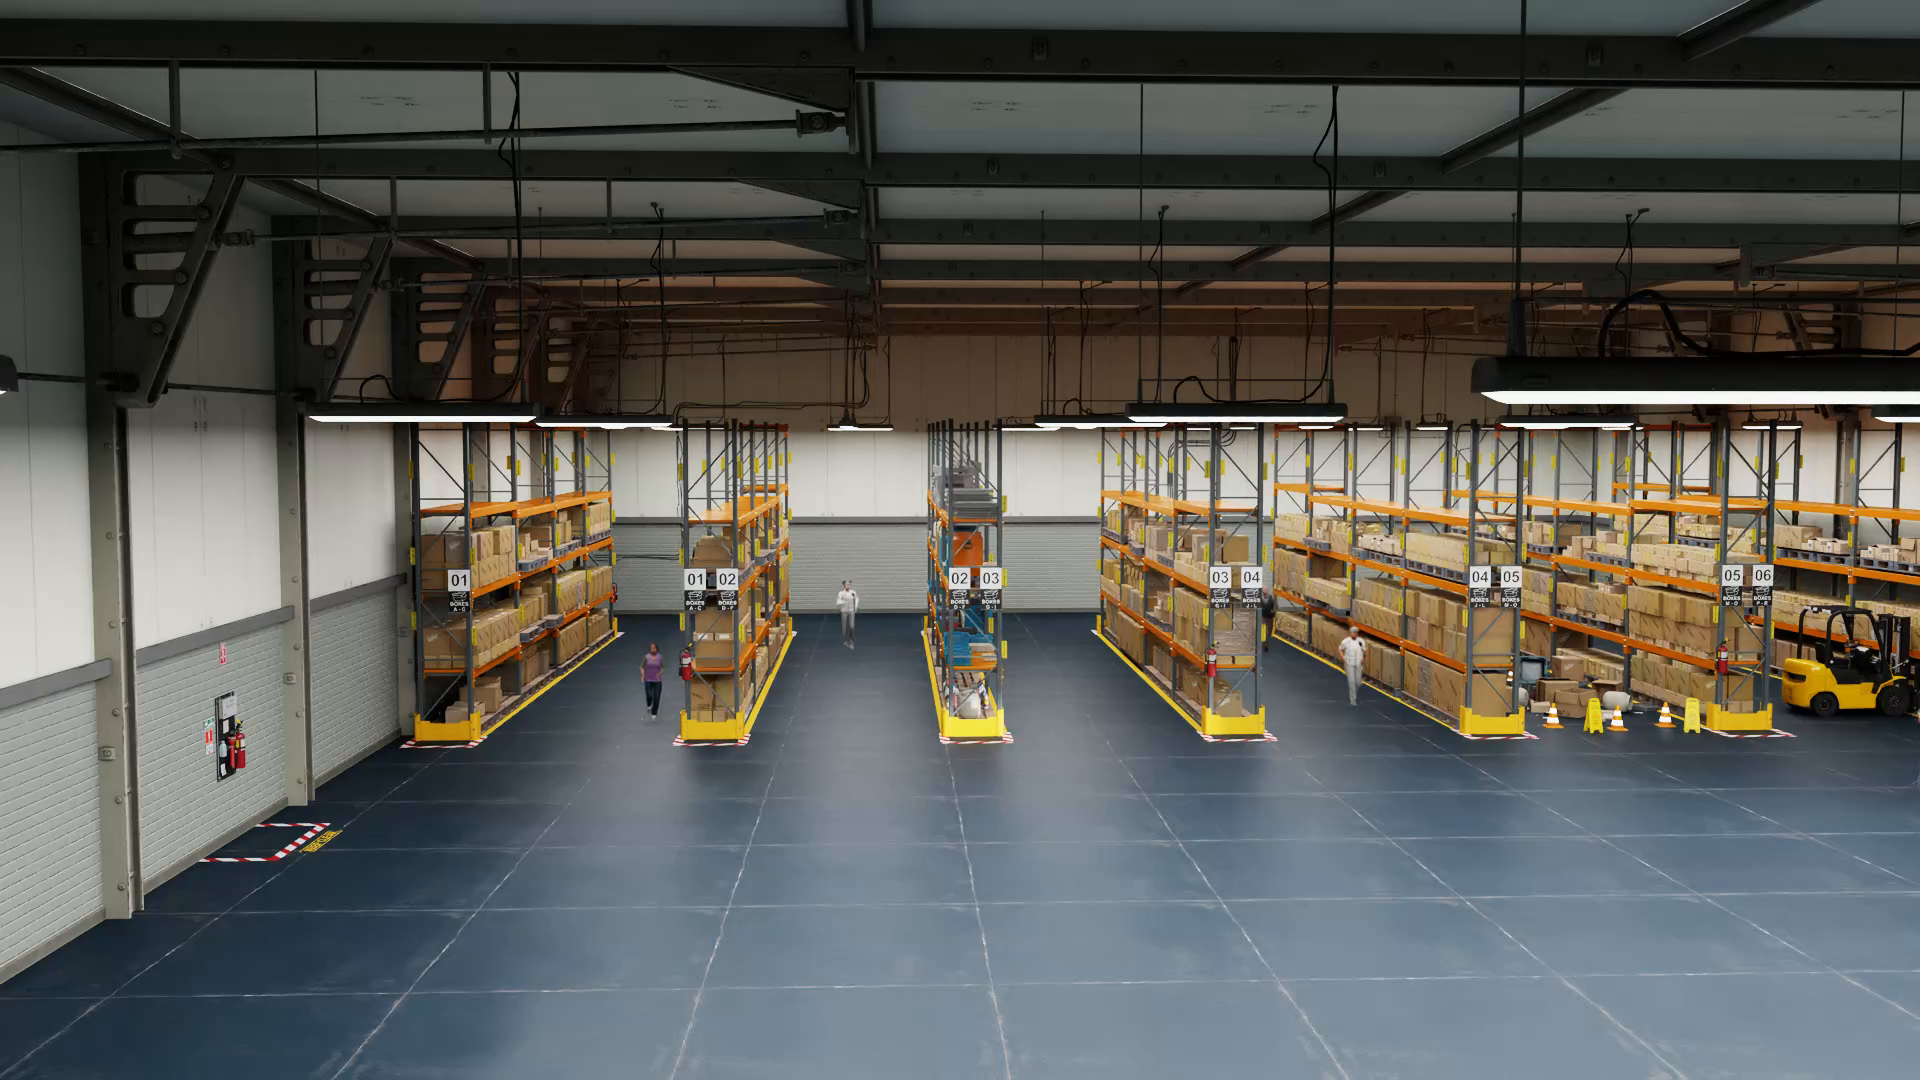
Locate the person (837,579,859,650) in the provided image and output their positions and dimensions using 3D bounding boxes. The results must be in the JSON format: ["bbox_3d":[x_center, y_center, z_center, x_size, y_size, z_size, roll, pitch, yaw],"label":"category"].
[{"bbox_3d":[-2.845,1.897,42.361,0.592,1.790,0.666,-1,4,-11],"label":"person"}]

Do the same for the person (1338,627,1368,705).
[{"bbox_3d":[8.357,2.655,35.365,0.617,1.652,0.732,0,4,0],"label":"person"}]

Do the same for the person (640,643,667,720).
[{"bbox_3d":[-6.110,2.825,33.120,0.530,1.558,0.537,-1,4,-11],"label":"person"}]

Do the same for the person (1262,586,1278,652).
[{"bbox_3d":[8.076,2.070,43.897,0.656,1.721,0.792,0,4,1],"label":"person"}]
